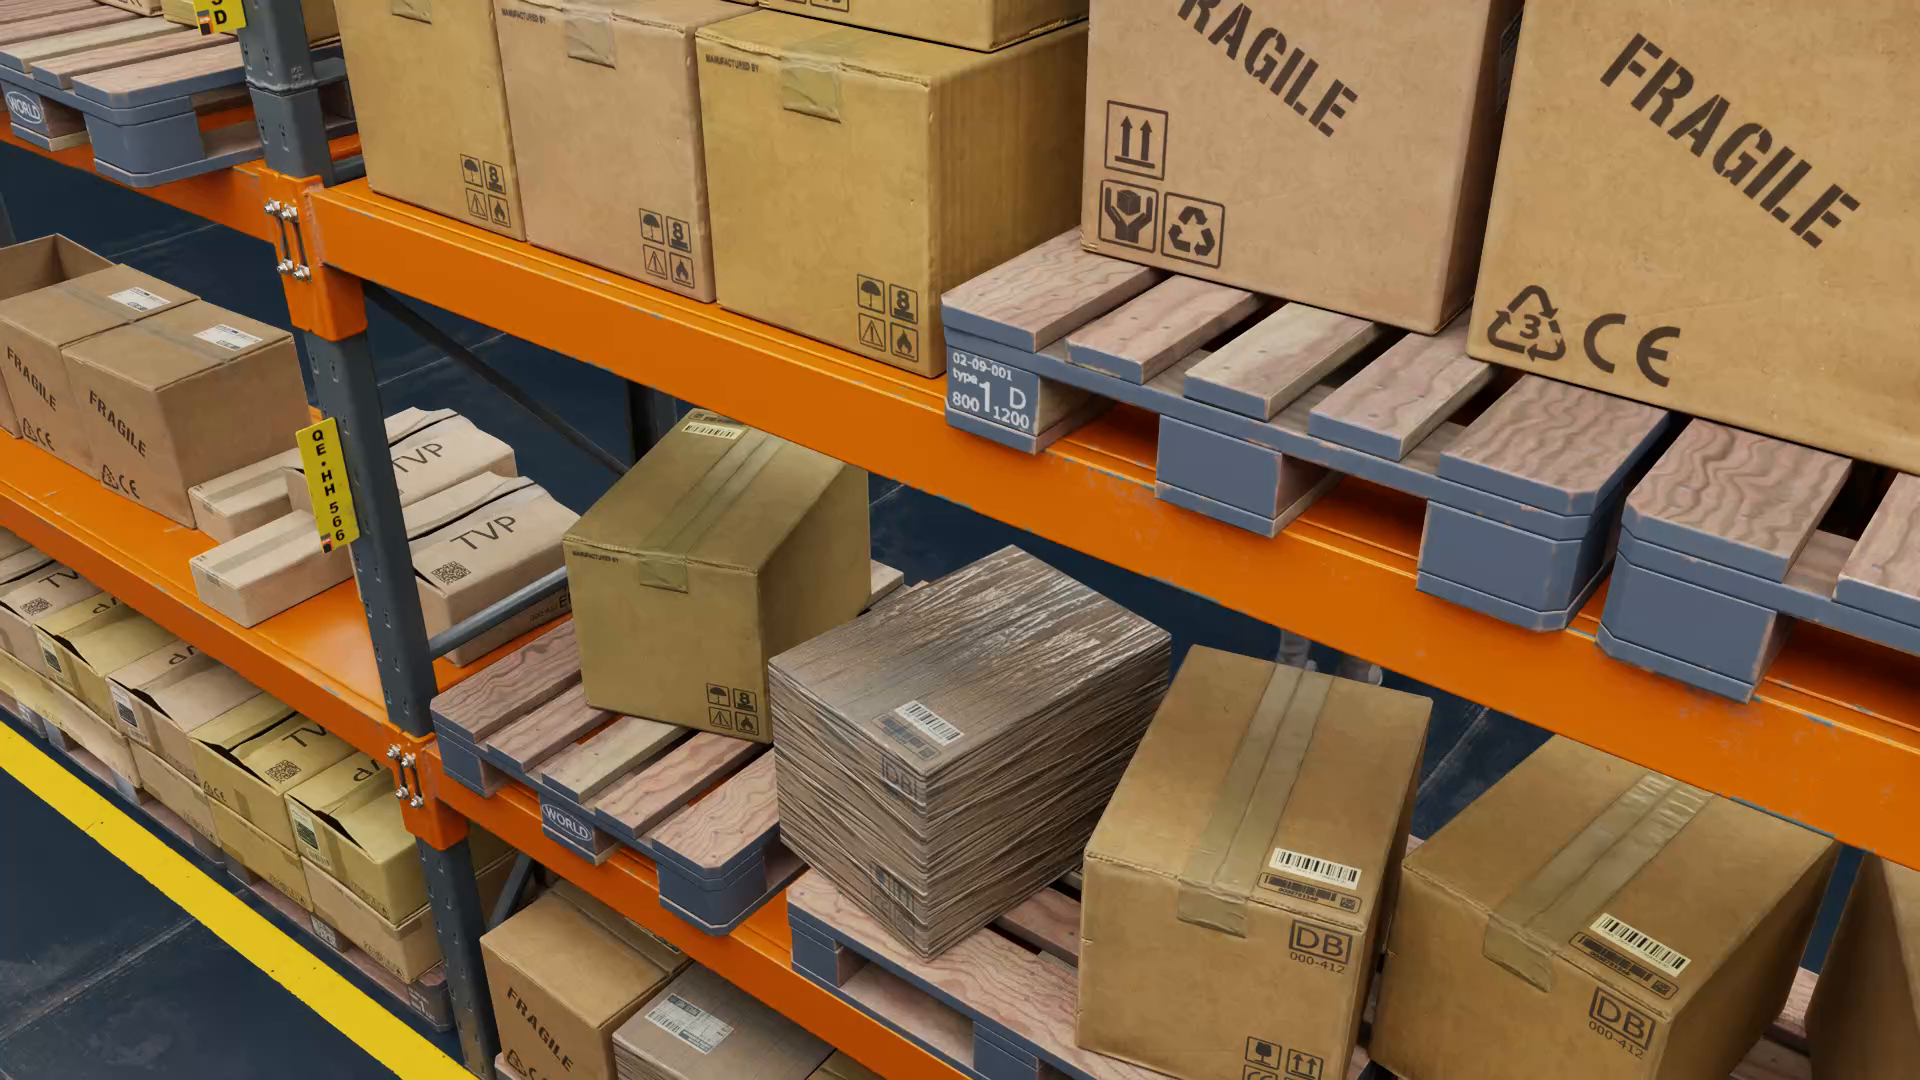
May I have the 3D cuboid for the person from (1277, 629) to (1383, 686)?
[{"bbox_3d":[1.470,-0.122,6.330,0.434,1.685,0.393,22,38,32],"label":"person"}]
